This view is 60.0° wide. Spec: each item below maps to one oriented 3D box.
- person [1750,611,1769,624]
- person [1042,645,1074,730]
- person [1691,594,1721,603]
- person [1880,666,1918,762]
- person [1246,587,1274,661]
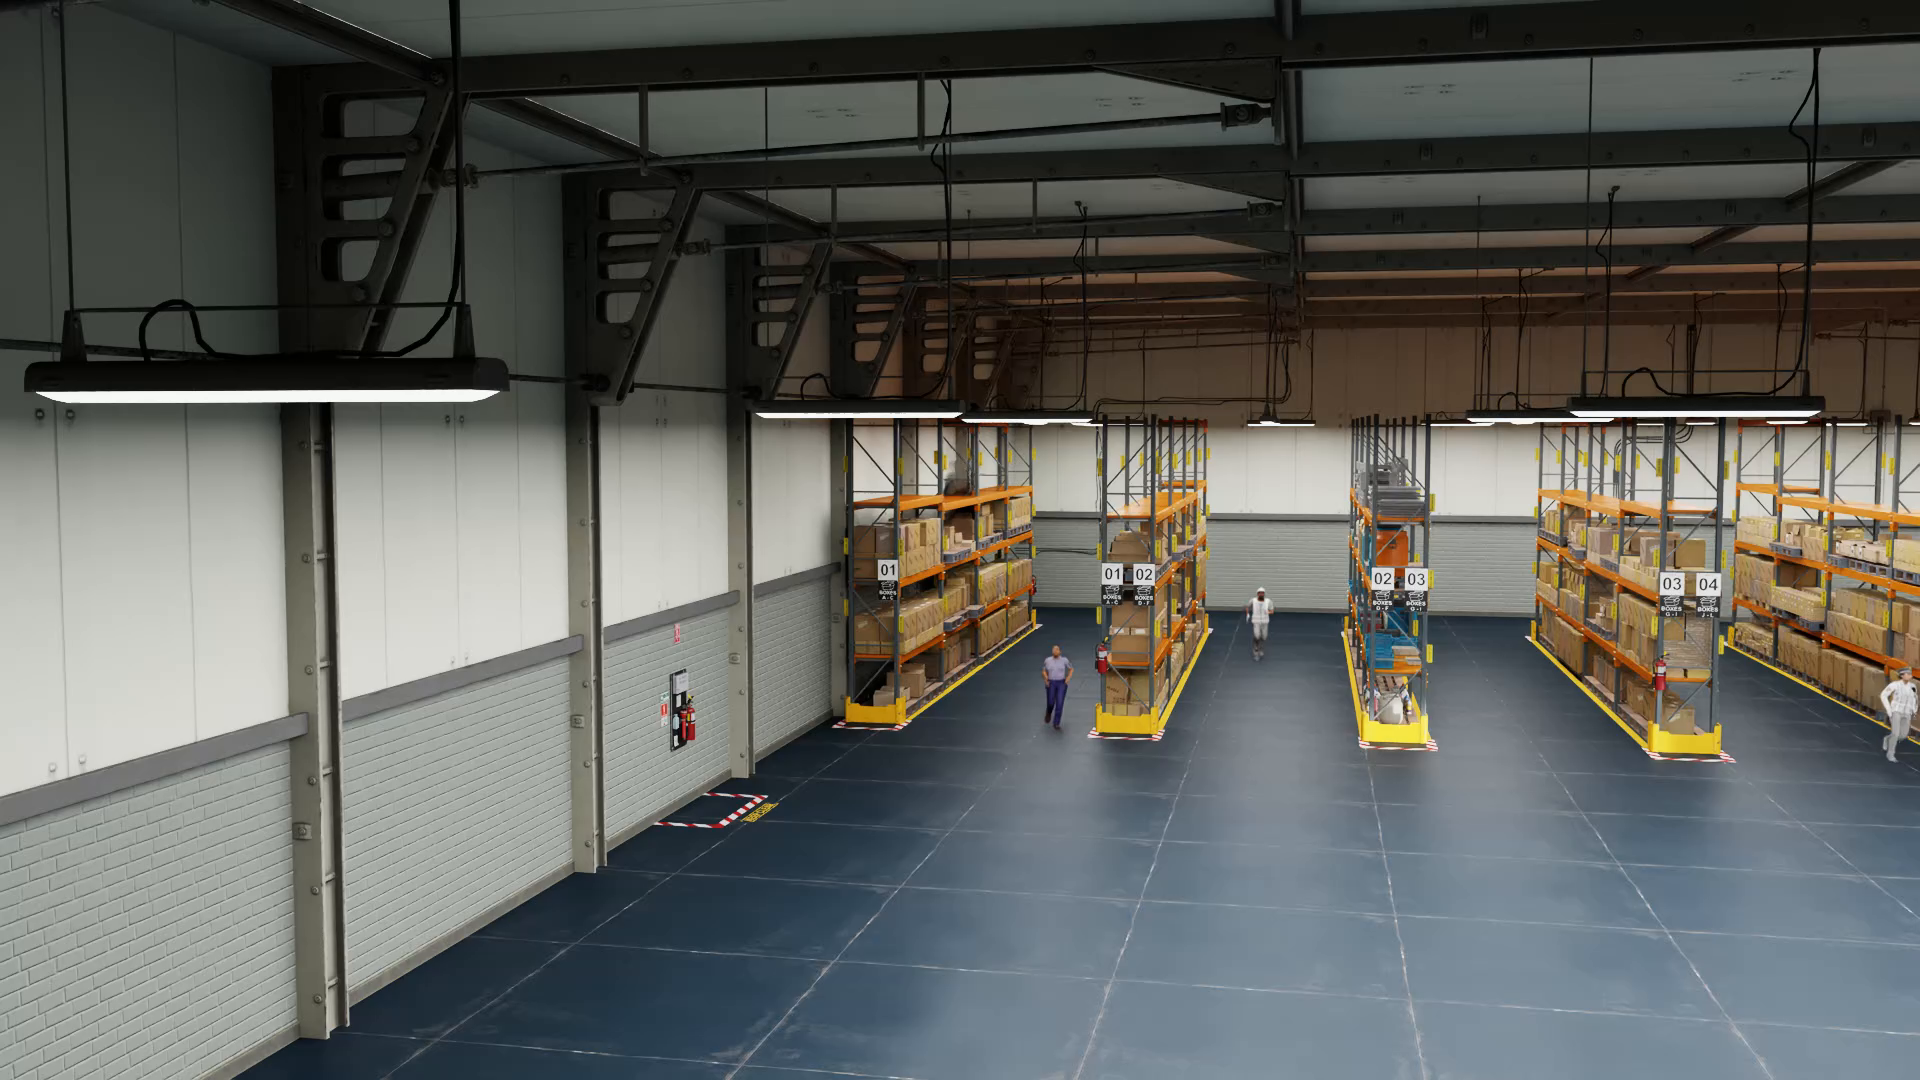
[{"bbox_3d":[21.800,1.889,45.102,0.739,1.764,0.739,-3,5,-39],"label":"person"},{"bbox_3d":[1.872,2.814,31.901,0.607,1.592,0.577,0,4,7],"label":"person"},{"bbox_3d":[20.248,1.858,45.144,0.721,1.786,0.767,0,4,0],"label":"person"},{"bbox_3d":[16.304,3.003,28.858,0.653,1.654,0.576,0,4,1],"label":"person"},{"bbox_3d":[7.453,2.090,41.261,0.660,1.834,0.757,0,4,0],"label":"person"}]
